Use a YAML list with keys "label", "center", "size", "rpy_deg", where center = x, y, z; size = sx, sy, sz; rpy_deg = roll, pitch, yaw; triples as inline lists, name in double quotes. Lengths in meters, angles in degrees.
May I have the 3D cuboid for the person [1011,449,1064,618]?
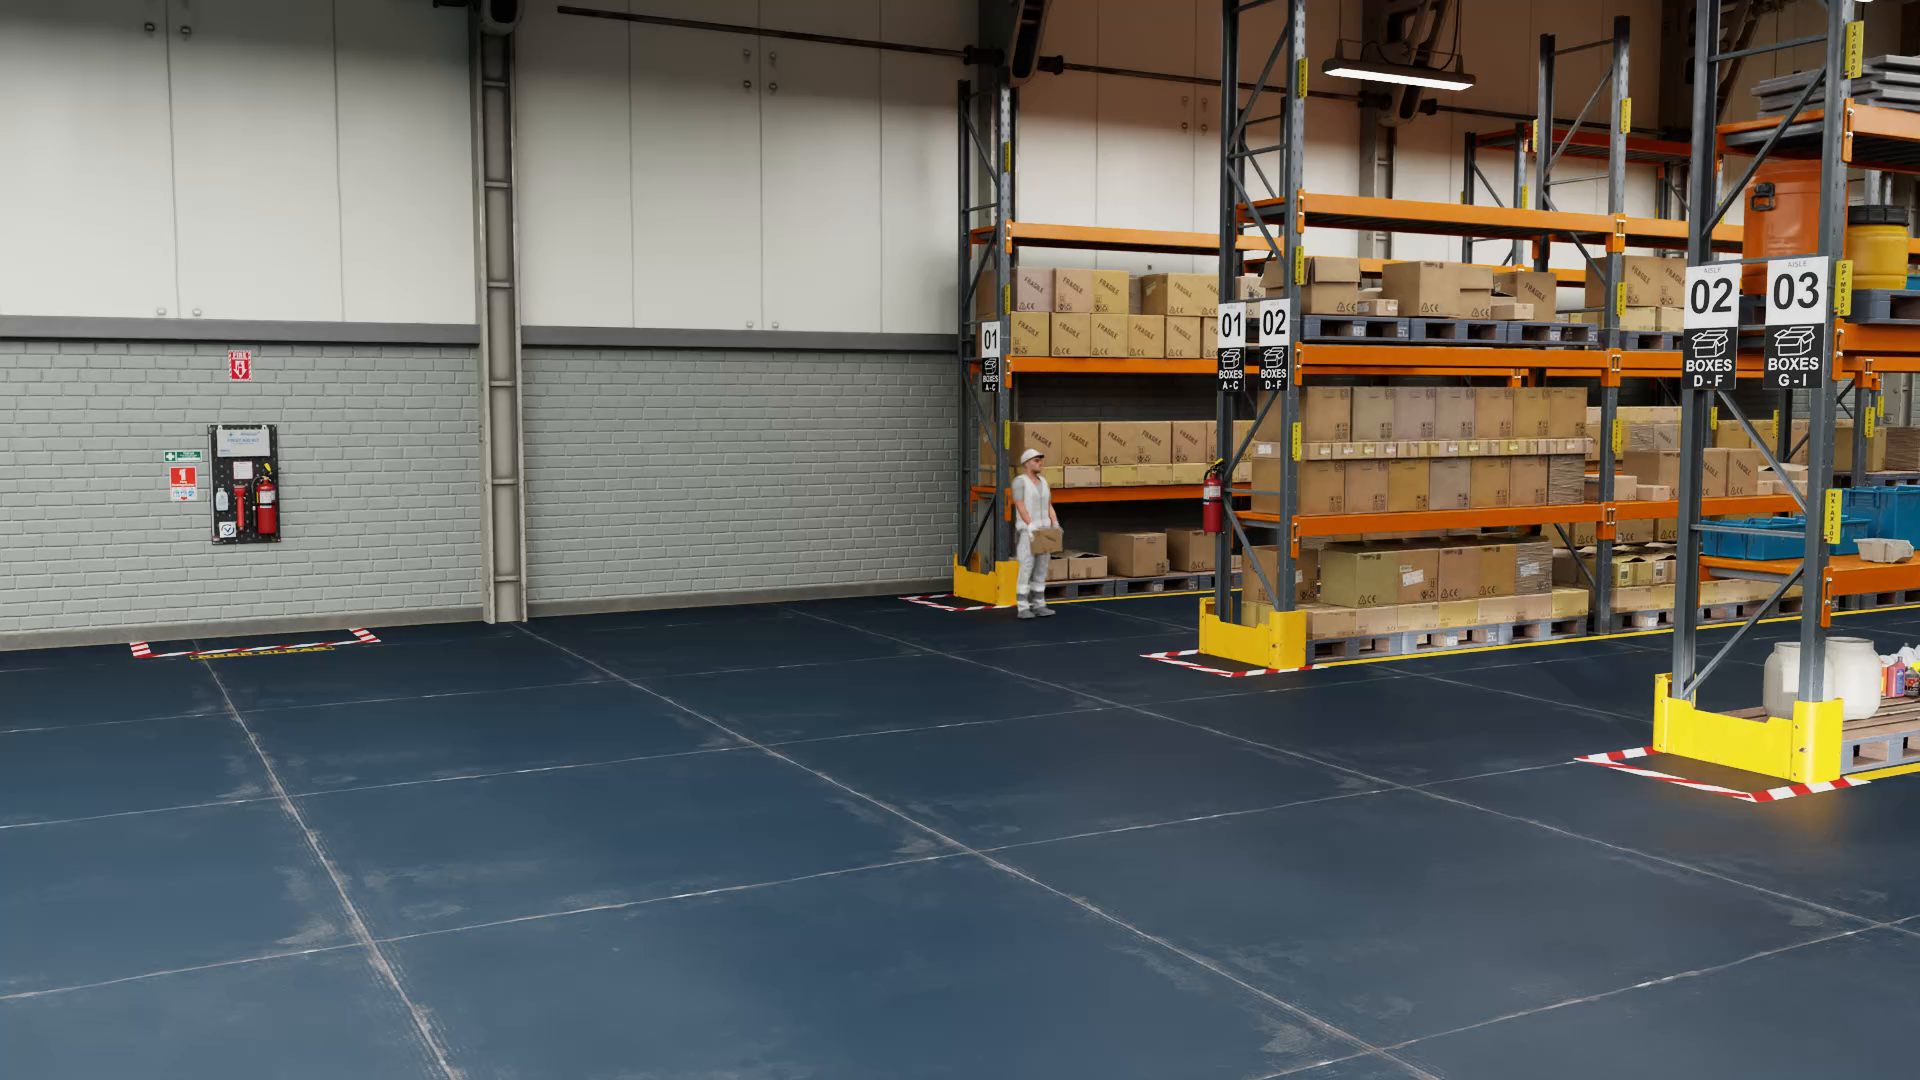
- label: "person"
  center: [0.815, -0.075, 17.814]
  size: [0.561, 1.794, 0.480]
  rpy_deg: [-5, 7, -43]
